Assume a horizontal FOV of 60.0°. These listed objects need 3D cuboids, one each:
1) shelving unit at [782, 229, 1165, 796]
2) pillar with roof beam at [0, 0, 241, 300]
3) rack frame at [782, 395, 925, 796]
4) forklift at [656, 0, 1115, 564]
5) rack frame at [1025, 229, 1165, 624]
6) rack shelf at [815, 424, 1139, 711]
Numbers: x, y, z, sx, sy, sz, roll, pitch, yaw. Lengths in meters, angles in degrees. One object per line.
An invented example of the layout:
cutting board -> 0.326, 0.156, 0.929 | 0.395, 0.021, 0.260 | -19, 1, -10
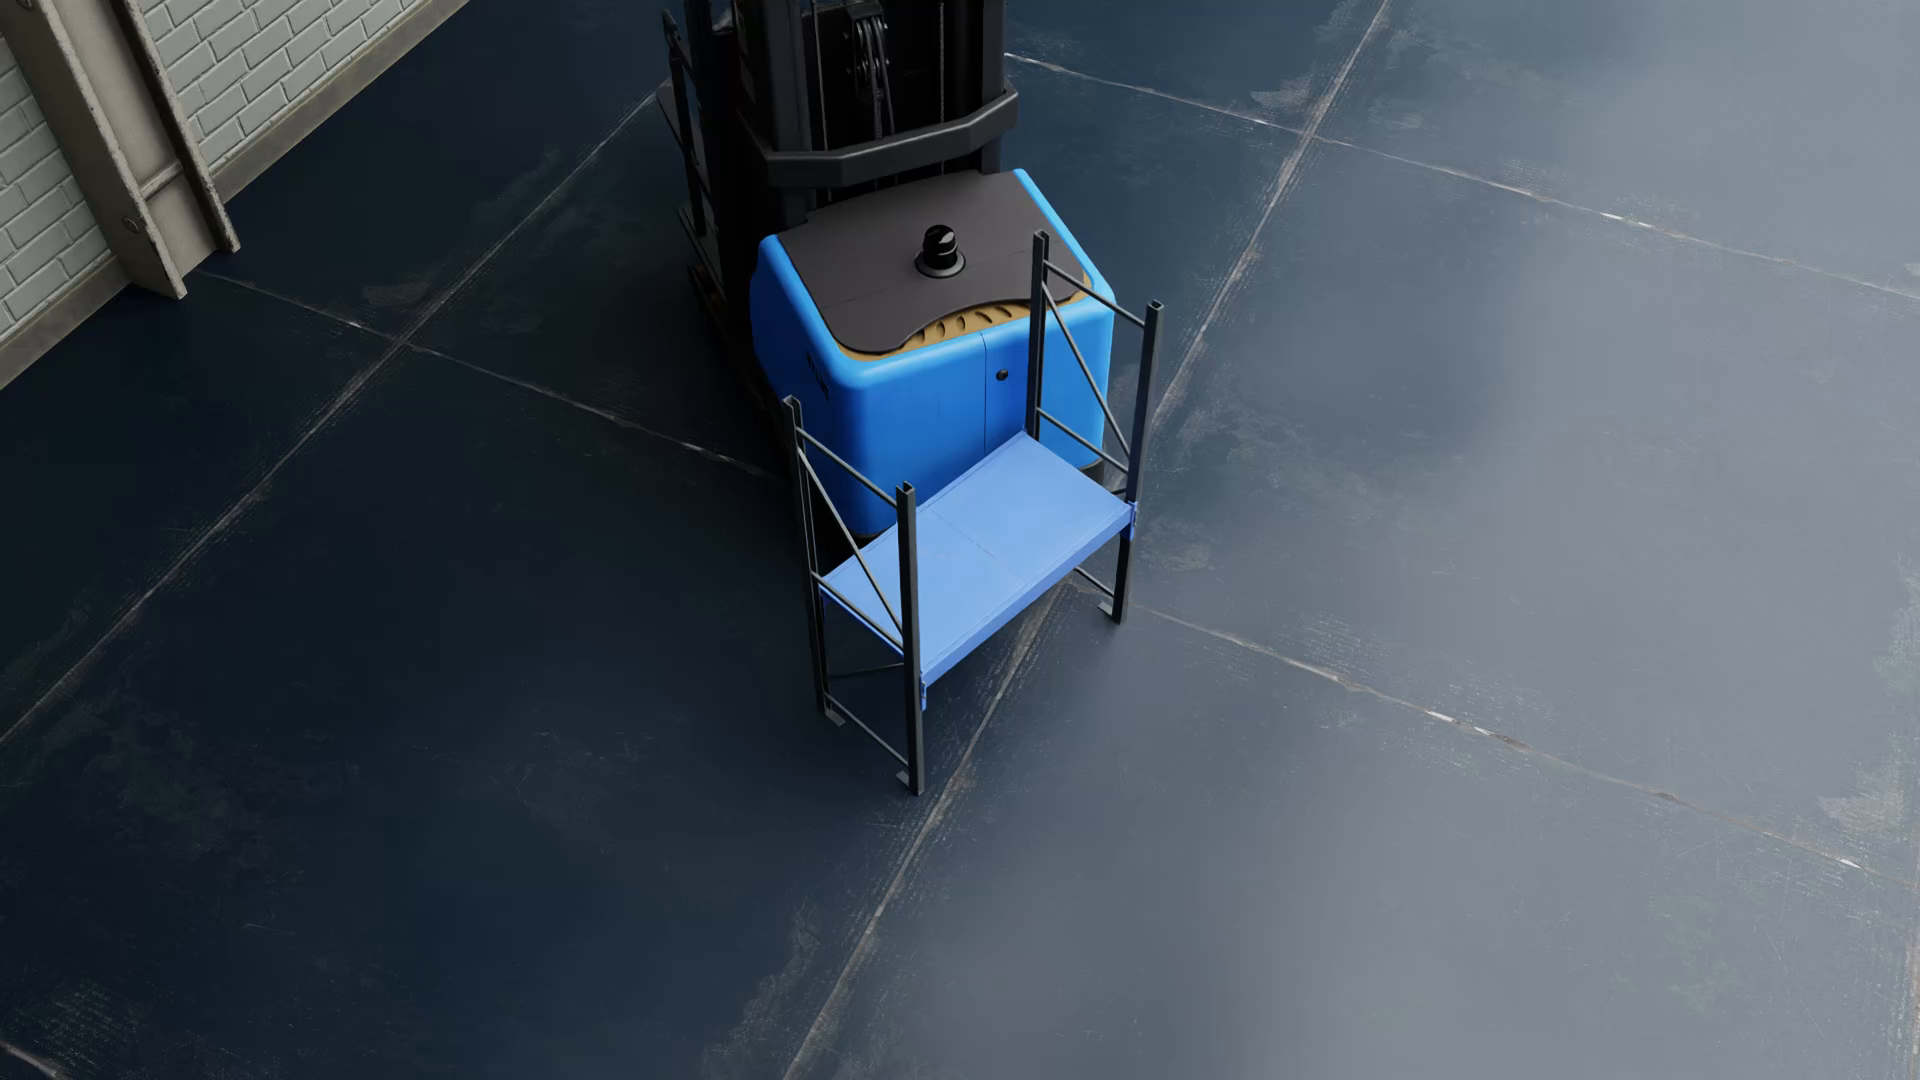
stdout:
shelving unit -> 0.053, -0.050, 5.308 | 0.538, 1.500, 1.048 | 37, 59, 27
pillar with roof beam -> 0.492, -2.730, 2.664 | 9.100, 9.000, 0.400 | 20, 52, 16
rack frame -> -0.306, 0.224, 5.074 | 0.500, 1.500, 0.032 | 37, 59, 27
forklift -> -0.507, -1.949, 5.983 | 1.130, 2.935, 3.031 | -18, 52, -15
rack frame -> 0.412, -0.325, 5.541 | 0.500, 1.500, 0.032 | 37, 59, 27
rack shelf -> 0.053, 0.066, 5.445 | 0.538, 0.185, 1.000 | 37, 59, 27
